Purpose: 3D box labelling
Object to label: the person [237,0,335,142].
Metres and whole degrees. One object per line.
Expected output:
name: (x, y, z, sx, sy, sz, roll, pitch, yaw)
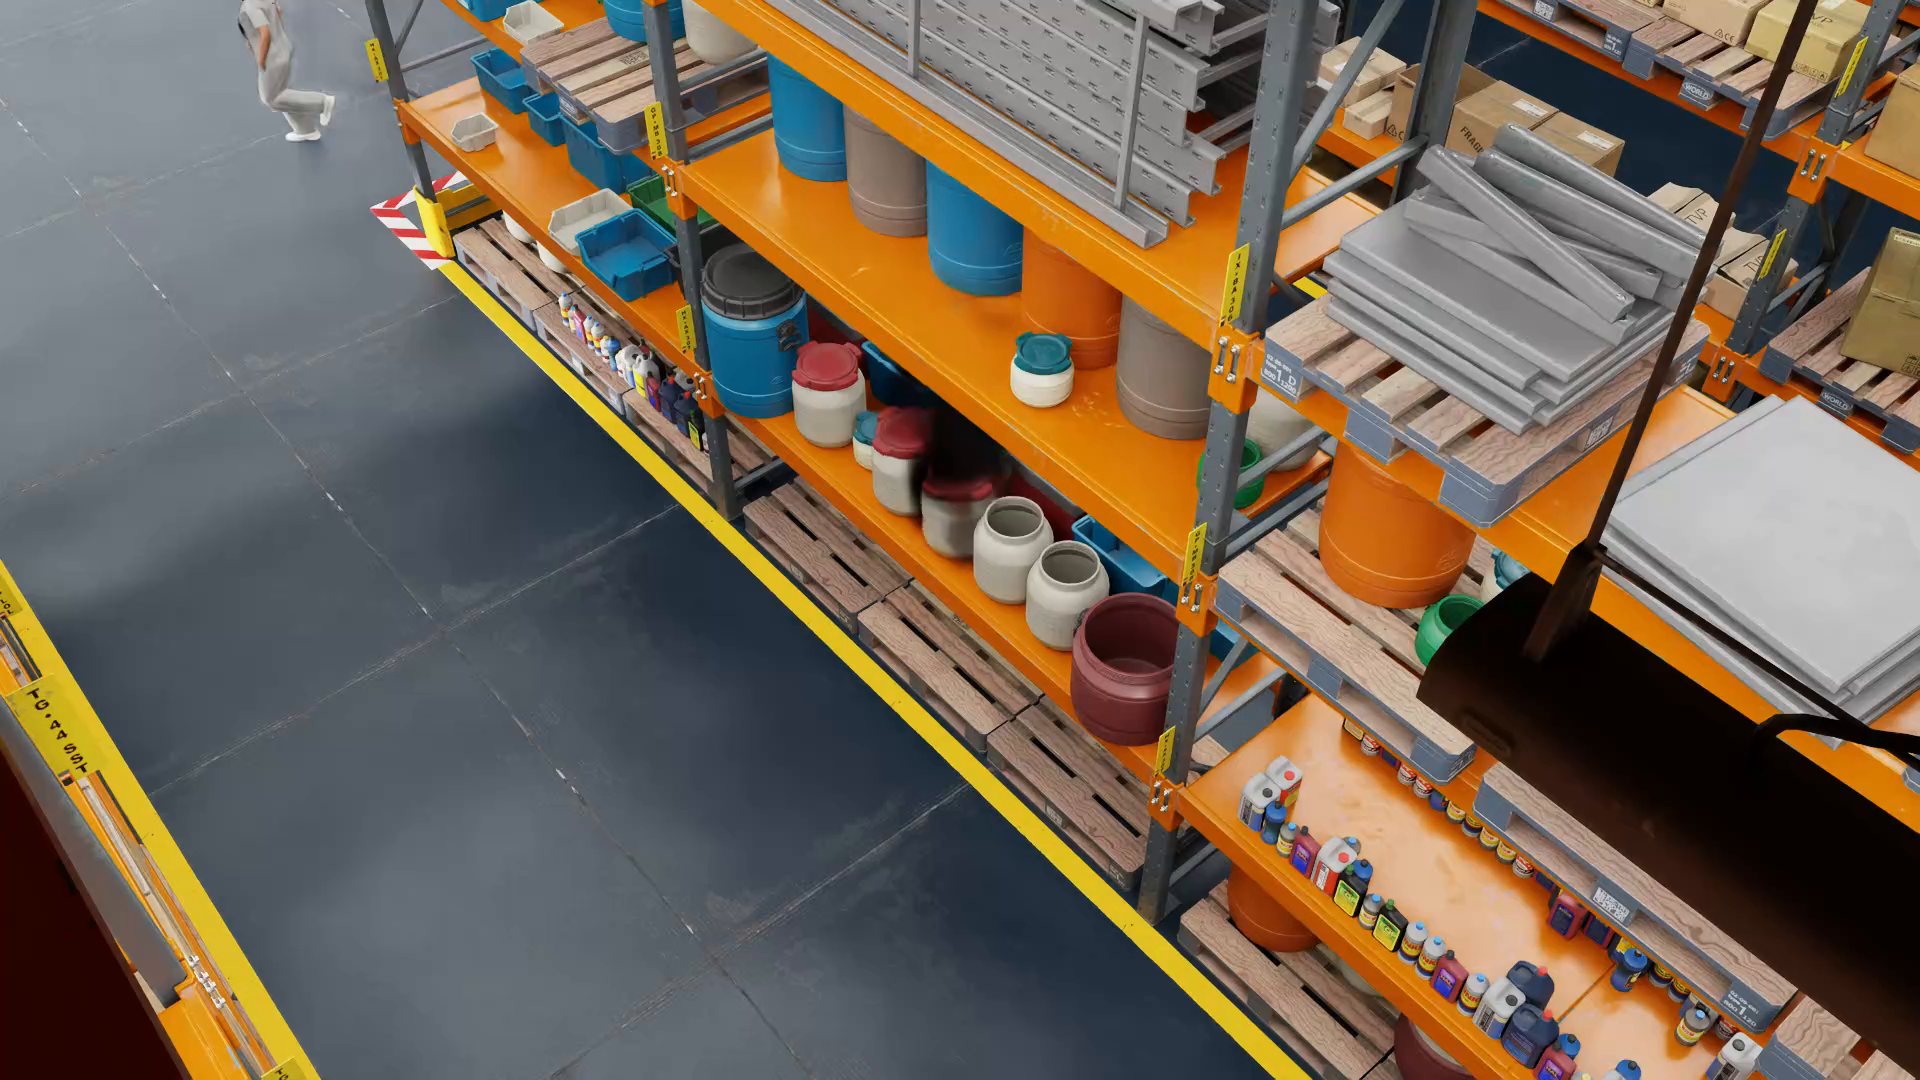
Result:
person: (-5.563, -3.962, 13.637, 0.641, 1.644, 0.584, -1, 47, -1)
